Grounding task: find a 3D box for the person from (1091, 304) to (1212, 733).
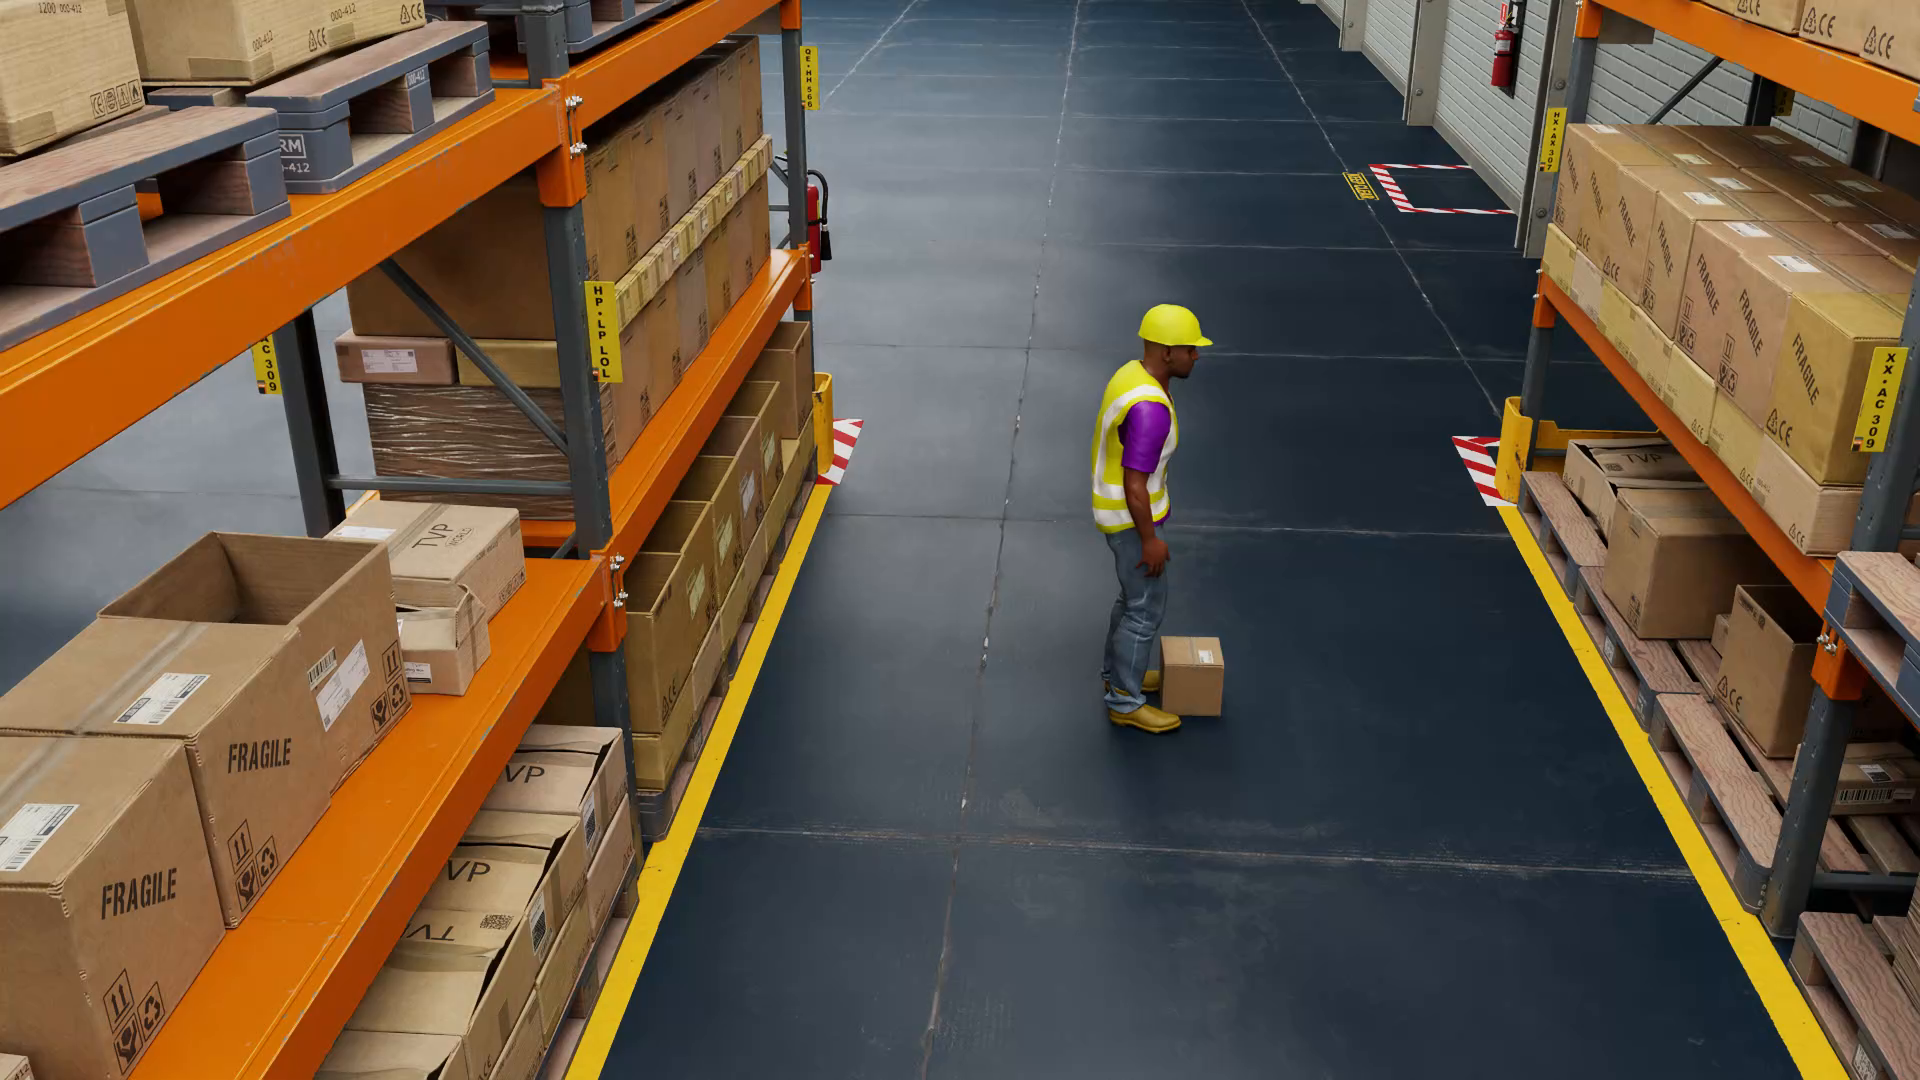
[{"bbox_3d":[0.759,-0.103,6.810,0.456,1.761,0.623,2,24,4],"label":"person"}]
